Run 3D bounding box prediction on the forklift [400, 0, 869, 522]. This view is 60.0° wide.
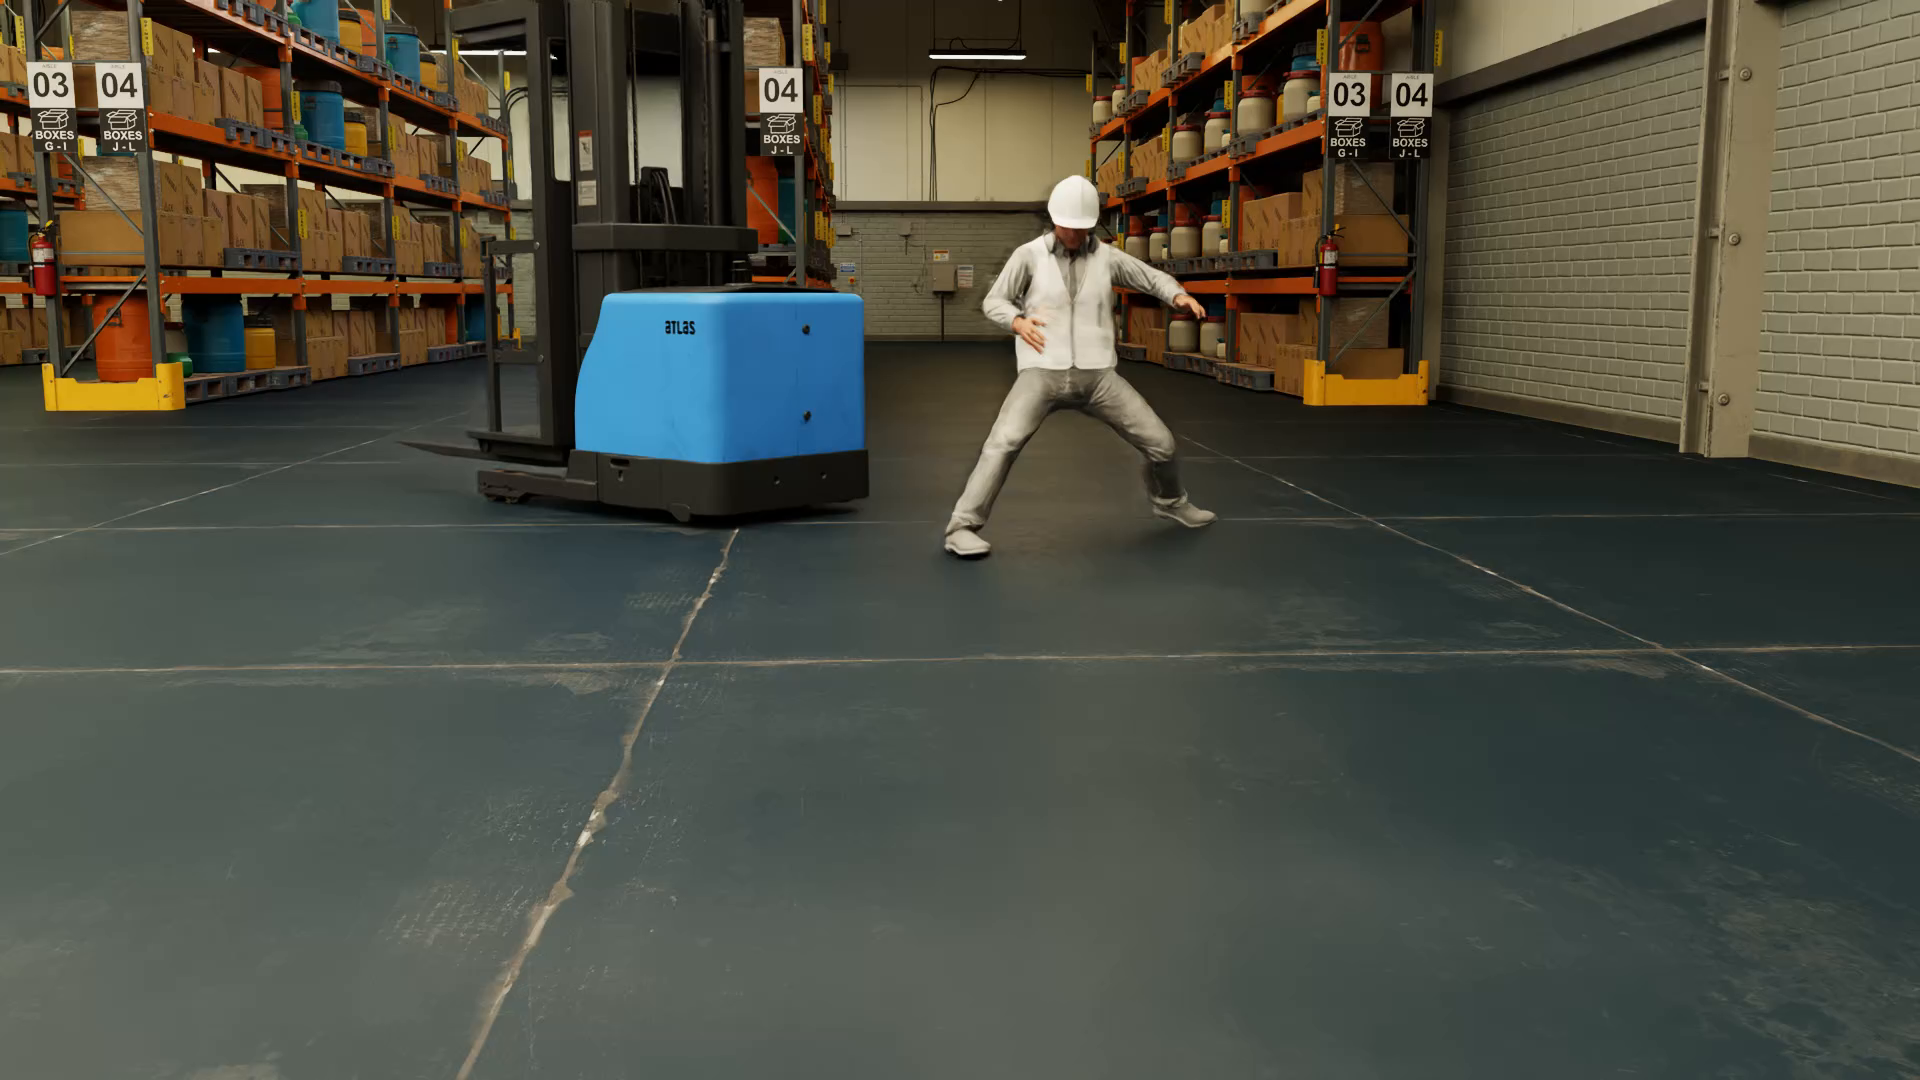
[{"bbox_3d":[-1.890,-1.686,8.688,3.031,2.935,1.130,7,11,41],"label":"forklift"}]

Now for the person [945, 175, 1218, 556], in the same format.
[{"bbox_3d":[0.557,-0.761,7.099,1.297,1.564,0.815,-1,9,-7],"label":"person"}]
